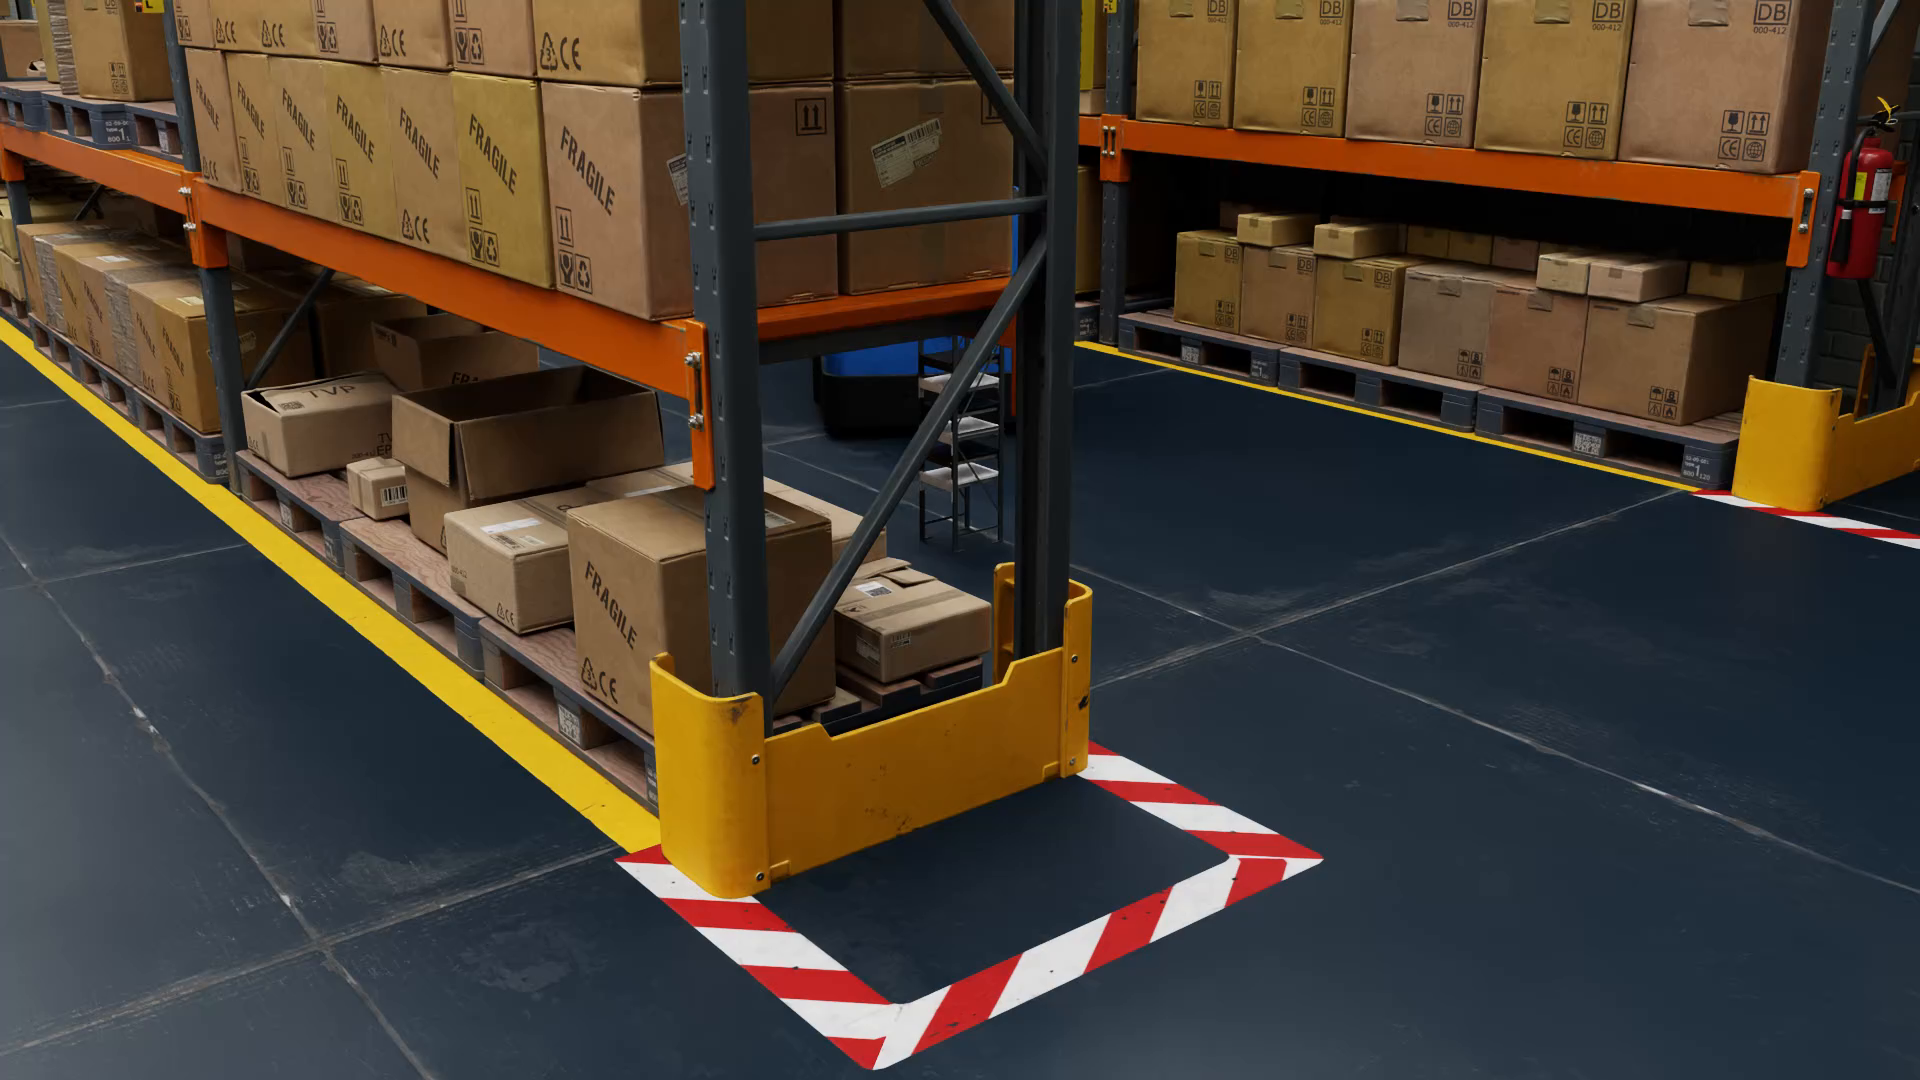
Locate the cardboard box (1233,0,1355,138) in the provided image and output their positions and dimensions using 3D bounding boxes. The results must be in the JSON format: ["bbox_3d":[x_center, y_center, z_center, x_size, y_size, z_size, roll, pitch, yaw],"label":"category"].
[{"bbox_3d":[2.027,-2.499,8.661,0.980,0.700,0.700,-15,23,-37],"label":"cardboard box"}]

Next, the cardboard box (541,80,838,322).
[{"bbox_3d":[-0.635,-0.826,3.926,0.500,0.500,0.500,-13,22,-34],"label":"cardboard box"}]

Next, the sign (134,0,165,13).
[{"bbox_3d":[-3.060,-2.147,6.234,0.100,0.325,0.005,-14,23,-36],"label":"sign"}]

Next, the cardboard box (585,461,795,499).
[{"bbox_3d":[-0.880,-0.061,5.448,0.500,0.250,0.500,-14,23,-36],"label":"cardboard box"}]

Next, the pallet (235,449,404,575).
[{"bbox_3d":[-2.202,-0.214,6.672,1.003,0.211,1.213,-14,23,-36],"label":"pallet"}]

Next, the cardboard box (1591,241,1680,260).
[{"bbox_3d":[3.143,-1.296,7.780,0.380,0.149,0.250,-14,23,-36],"label":"cardboard box"}]

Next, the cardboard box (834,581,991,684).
[{"bbox_3d":[-0.134,0.253,4.662,0.380,0.149,0.250,-14,23,-36],"label":"cardboard box"}]

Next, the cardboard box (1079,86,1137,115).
[{"bbox_3d":[0.822,-2.593,9.789,0.380,0.149,0.250,-14,23,-36],"label":"cardboard box"}]

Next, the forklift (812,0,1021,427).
[{"bbox_3d":[-0.256,-2.334,8.748,1.130,2.935,3.031,-2,18,-5],"label":"forklift"}]

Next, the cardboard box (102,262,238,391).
[{"bbox_3d":[-3.770,-1.042,8.014,0.500,0.500,0.500,-14,23,-35],"label":"cardboard box"}]

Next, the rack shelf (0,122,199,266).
[{"bbox_3d":[-3.869,-1.858,8.347,1.077,0.370,4.000,-14,23,-36],"label":"rack shelf"}]

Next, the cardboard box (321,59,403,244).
[{"bbox_3d":[-1.578,-1.201,5.060,0.500,0.500,0.500,-14,23,-37],"label":"cardboard box"}]

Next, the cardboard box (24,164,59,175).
[{"bbox_3d":[-6.790,-2.668,12.461,0.500,0.311,0.500,-13,22,-35],"label":"cardboard box"}]

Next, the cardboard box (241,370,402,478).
[{"bbox_3d":[-2.536,-0.494,6.659,0.500,0.311,0.500,-14,23,-36],"label":"cardboard box"}]

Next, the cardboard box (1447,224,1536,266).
[{"bbox_3d":[2.670,-1.483,8.346,0.380,0.149,0.250,-14,23,-36],"label":"cardboard box"}]

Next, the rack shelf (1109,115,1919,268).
[{"bbox_3d":[2.495,-1.840,8.293,1.077,0.370,4.000,-14,23,-36],"label":"rack shelf"}]

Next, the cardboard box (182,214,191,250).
[{"bbox_3d":[-3.669,-1.622,8.572,0.500,0.250,0.500,-15,23,-37],"label":"cardboard box"}]

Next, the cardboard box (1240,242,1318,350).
[{"bbox_3d":[1.947,-1.359,9.002,0.700,0.500,0.500,-14,23,-37],"label":"cardboard box"}]

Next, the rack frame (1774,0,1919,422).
[{"bbox_3d":[3.737,-1.689,6.692,1.000,3.000,0.127,-14,23,-36],"label":"rack frame"}]

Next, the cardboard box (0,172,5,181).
[{"bbox_3d":[-6.904,-2.436,11.763,0.500,0.311,0.500,-15,23,-38],"label":"cardboard box"}]

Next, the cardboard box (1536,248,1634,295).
[{"bbox_3d":[2.842,-1.222,7.556,0.380,0.149,0.250,-13,22,-35],"label":"cardboard box"}]

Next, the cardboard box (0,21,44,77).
[{"bbox_3d":[-6.165,-3.150,10.946,0.500,0.500,0.500,-16,24,-39],"label":"cardboard box"}]

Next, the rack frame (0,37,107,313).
[{"bbox_3d":[-5.111,-2.693,9.722,1.000,3.000,0.127,-14,23,-36],"label":"rack frame"}]

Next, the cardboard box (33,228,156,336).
[{"bbox_3d":[-4.723,-1.419,9.153,0.500,0.500,0.500,-15,24,-38],"label":"cardboard box"}]

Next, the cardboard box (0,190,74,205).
[{"bbox_3d":[-5.957,-2.061,10.628,0.500,0.311,0.500,-14,23,-37],"label":"cardboard box"}]

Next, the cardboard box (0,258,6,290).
[{"bbox_3d":[-5.951,-1.795,10.718,0.500,0.250,0.500,-14,23,-37],"label":"cardboard box"}]

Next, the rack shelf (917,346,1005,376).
[{"bbox_3d":[0.005,-0.650,6.141,0.258,0.077,0.200,-14,23,-36],"label":"rack shelf"}]

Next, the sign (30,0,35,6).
[{"bbox_3d":[-7.175,-4.299,12.856,0.100,0.325,0.005,-14,23,-36],"label":"sign"}]

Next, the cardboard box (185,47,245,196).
[{"bbox_3d":[-2.524,-1.576,6.190,0.500,0.500,0.500,-13,22,-35],"label":"cardboard box"}]

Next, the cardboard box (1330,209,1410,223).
[{"bbox_3d":[2.196,-1.671,8.915,0.380,0.149,0.250,-15,23,-38],"label":"cardboard box"}]

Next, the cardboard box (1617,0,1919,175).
[{"bbox_3d":[3.413,-1.955,7.018,0.980,0.700,0.700,-13,22,-34],"label":"cardboard box"}]

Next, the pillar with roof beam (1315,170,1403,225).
[{"bbox_3d":[-1.008,-4.679,6.177,9.100,9.000,0.400,-14,23,-36],"label":"pillar with roof beam"}]

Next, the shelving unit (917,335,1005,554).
[{"bbox_3d":[0.005,-0.425,6.215,0.258,0.900,0.210,-14,23,-36],"label":"shelving unit"}]

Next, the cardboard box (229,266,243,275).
[{"bbox_3d":[-3.381,-1.150,8.340,0.500,0.500,0.500,-14,23,-35],"label":"cardboard box"}]

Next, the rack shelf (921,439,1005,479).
[{"bbox_3d":[0.005,-0.308,6.254,0.258,0.077,0.200,-14,23,-36],"label":"rack shelf"}]

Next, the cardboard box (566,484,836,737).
[{"bbox_3d":[-0.674,0.171,4.352,0.500,0.500,0.500,-14,23,-36],"label":"cardboard box"}]

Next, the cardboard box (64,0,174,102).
[{"bbox_3d":[-3.773,-2.377,7.942,0.500,0.500,0.700,13,23,35],"label":"cardboard box"}]

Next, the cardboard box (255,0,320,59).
[{"bbox_3d":[-1.916,-1.804,5.290,0.500,0.500,0.500,-15,23,-38],"label":"cardboard box"}]

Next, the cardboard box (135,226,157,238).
[{"bbox_3d":[-4.346,-1.530,9.488,0.500,0.500,0.500,-13,22,-34],"label":"cardboard box"}]

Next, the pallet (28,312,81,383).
[{"bbox_3d":[-4.677,-1.177,9.583,1.003,0.211,1.213,-14,23,-36],"label":"pallet"}]

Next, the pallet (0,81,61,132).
[{"bbox_3d":[-4.635,-2.448,9.289,1.213,0.211,1.003,-14,23,-36],"label":"pallet"}]

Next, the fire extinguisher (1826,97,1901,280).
[{"bbox_3d":[3.469,-1.348,6.378,0.296,0.674,0.183,-14,23,-36],"label":"fire extinguisher"}]

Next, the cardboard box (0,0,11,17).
[{"bbox_3d":[-7.609,-4.138,12.895,0.380,0.149,0.250,-14,23,-36],"label":"cardboard box"}]

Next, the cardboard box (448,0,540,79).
[{"bbox_3d":[-0.950,-1.424,4.141,0.500,0.500,0.500,-13,22,-35],"label":"cardboard box"}]

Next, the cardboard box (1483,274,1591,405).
[{"bbox_3d":[2.913,-0.978,7.853,0.700,0.500,0.500,-14,23,-36],"label":"cardboard box"}]

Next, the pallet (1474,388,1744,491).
[{"bbox_3d":[3.179,-0.547,7.679,1.003,0.211,1.213,-14,23,-36],"label":"pallet"}]

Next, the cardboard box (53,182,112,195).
[{"bbox_3d":[-5.853,-2.293,11.330,0.500,0.311,0.500,-15,23,-38],"label":"cardboard box"}]
